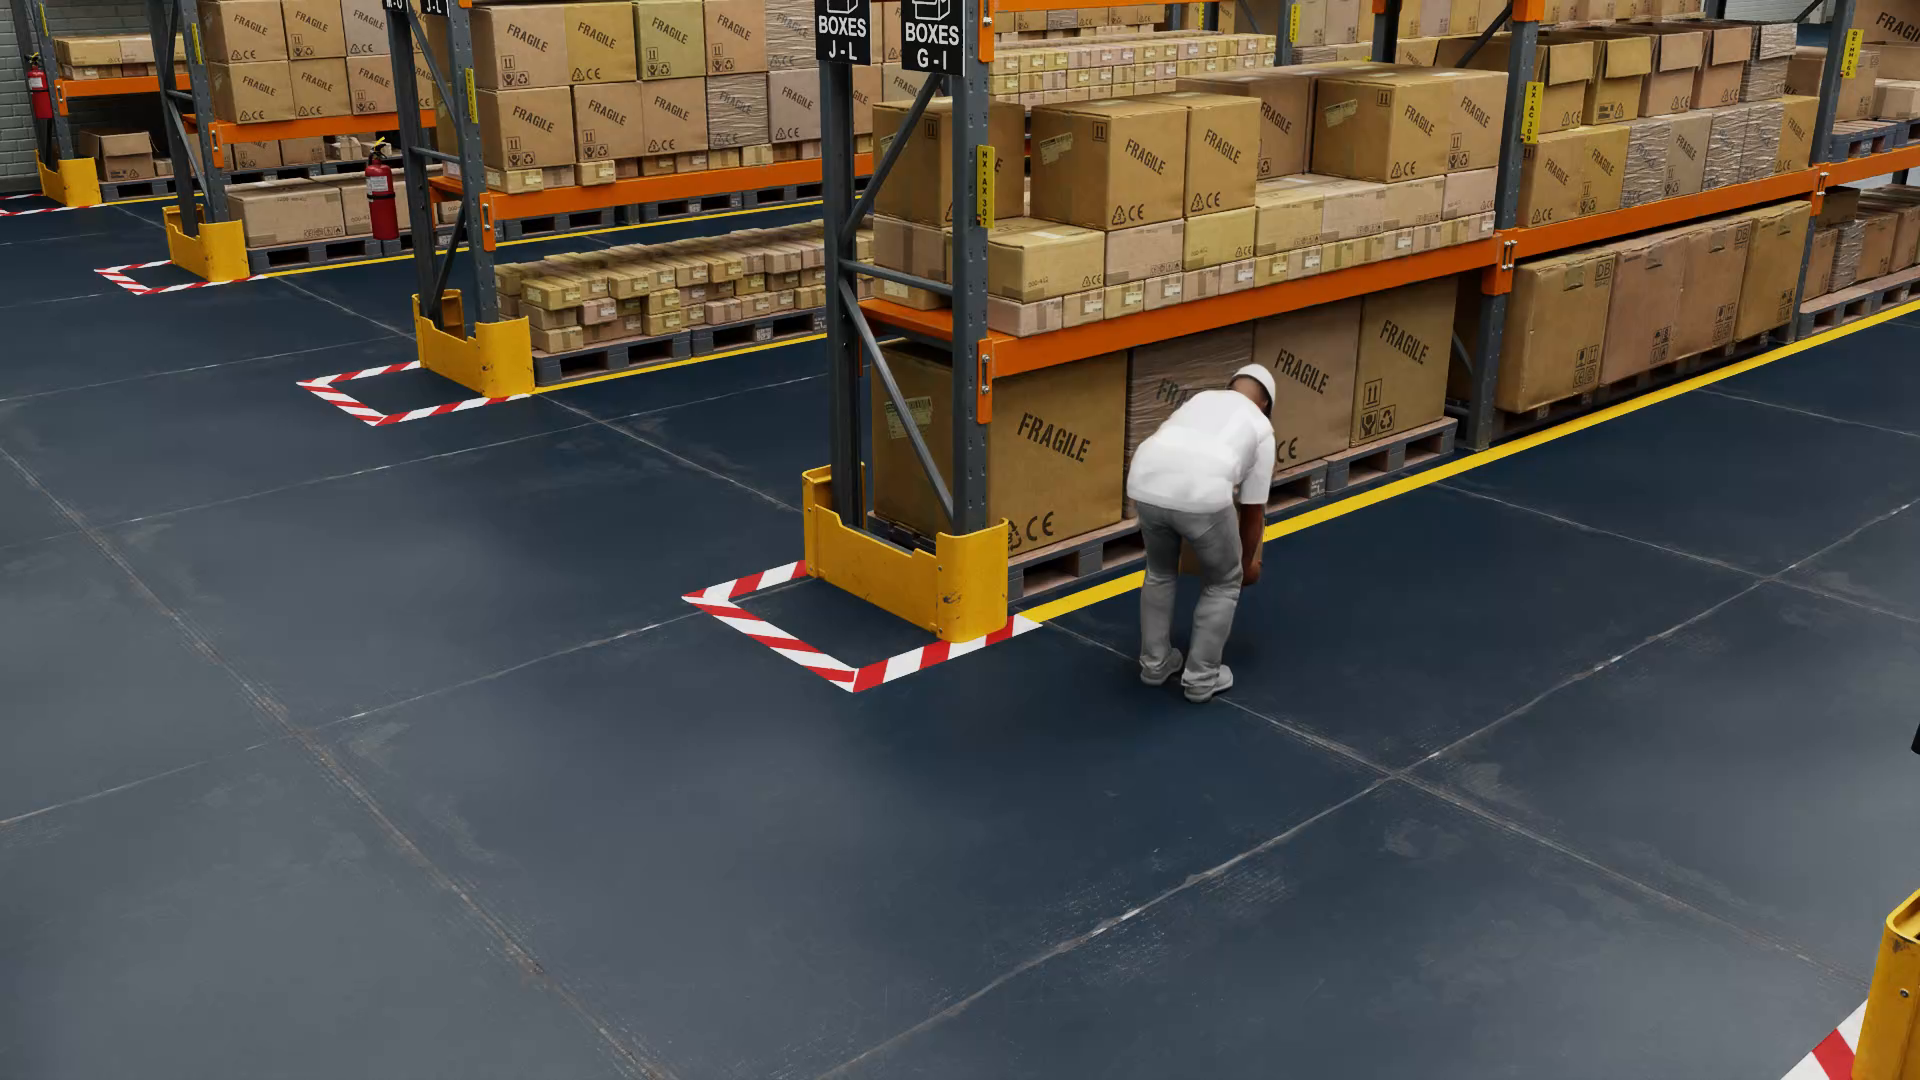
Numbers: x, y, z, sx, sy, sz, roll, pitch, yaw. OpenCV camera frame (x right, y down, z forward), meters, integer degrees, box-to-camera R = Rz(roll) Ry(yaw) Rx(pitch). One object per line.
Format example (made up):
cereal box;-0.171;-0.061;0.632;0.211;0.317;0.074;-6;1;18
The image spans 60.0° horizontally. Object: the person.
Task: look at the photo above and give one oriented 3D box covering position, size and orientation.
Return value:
person;1.029;-0.048;6.907;0.472;1.240;0.956;13;24;30
